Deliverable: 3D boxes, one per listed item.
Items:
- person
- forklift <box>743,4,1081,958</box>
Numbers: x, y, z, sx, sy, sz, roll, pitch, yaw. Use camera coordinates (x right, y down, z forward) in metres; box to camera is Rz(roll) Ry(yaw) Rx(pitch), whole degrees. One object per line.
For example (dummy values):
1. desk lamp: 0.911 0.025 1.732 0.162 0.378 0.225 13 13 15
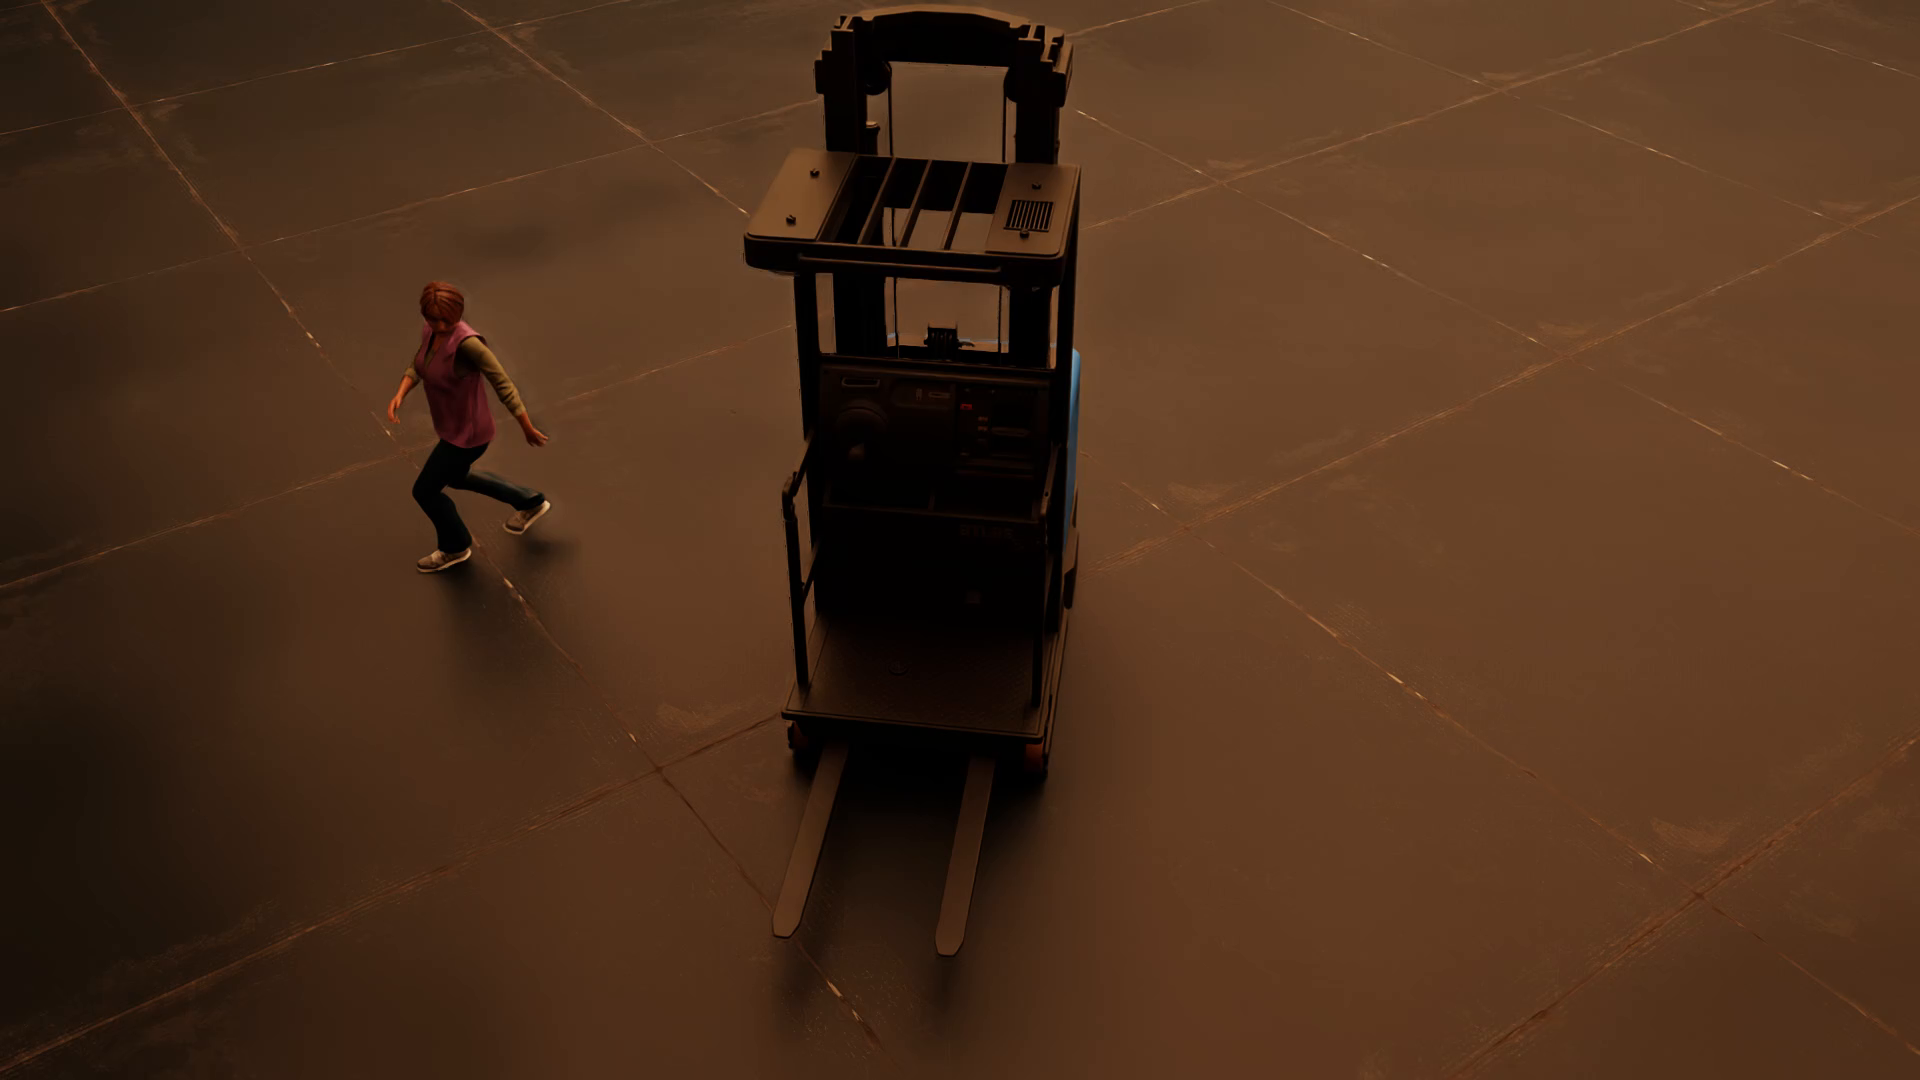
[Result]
1. person: -2.347 -0.533 7.872 0.720 1.524 0.465 -13 38 -17
2. forklift: -0.136 -0.414 6.505 1.130 2.935 3.031 5 37 7
